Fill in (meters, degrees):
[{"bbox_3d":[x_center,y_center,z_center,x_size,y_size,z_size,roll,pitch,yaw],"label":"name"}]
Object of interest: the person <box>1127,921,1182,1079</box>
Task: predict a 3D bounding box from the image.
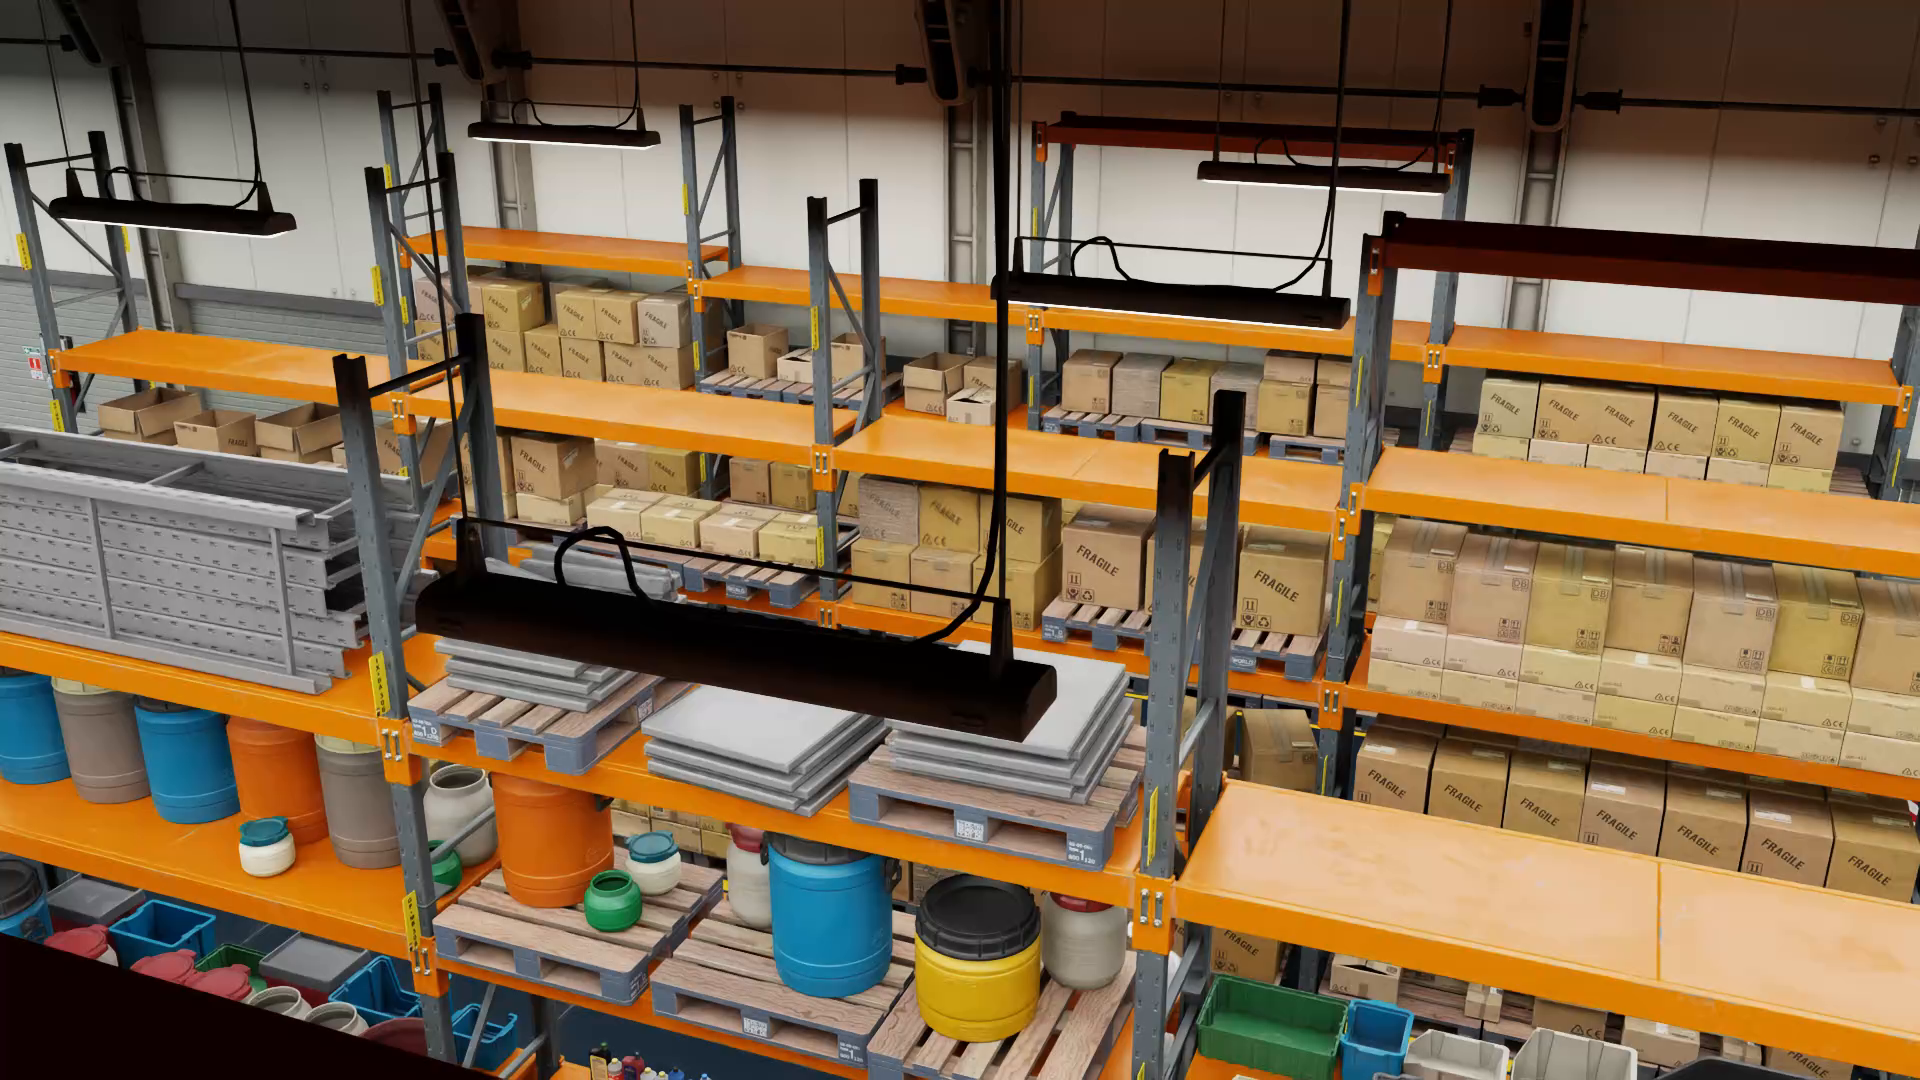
[{"bbox_3d":[1.362,3.357,11.216,0.591,1.691,0.695,11,23,27],"label":"person"}]
